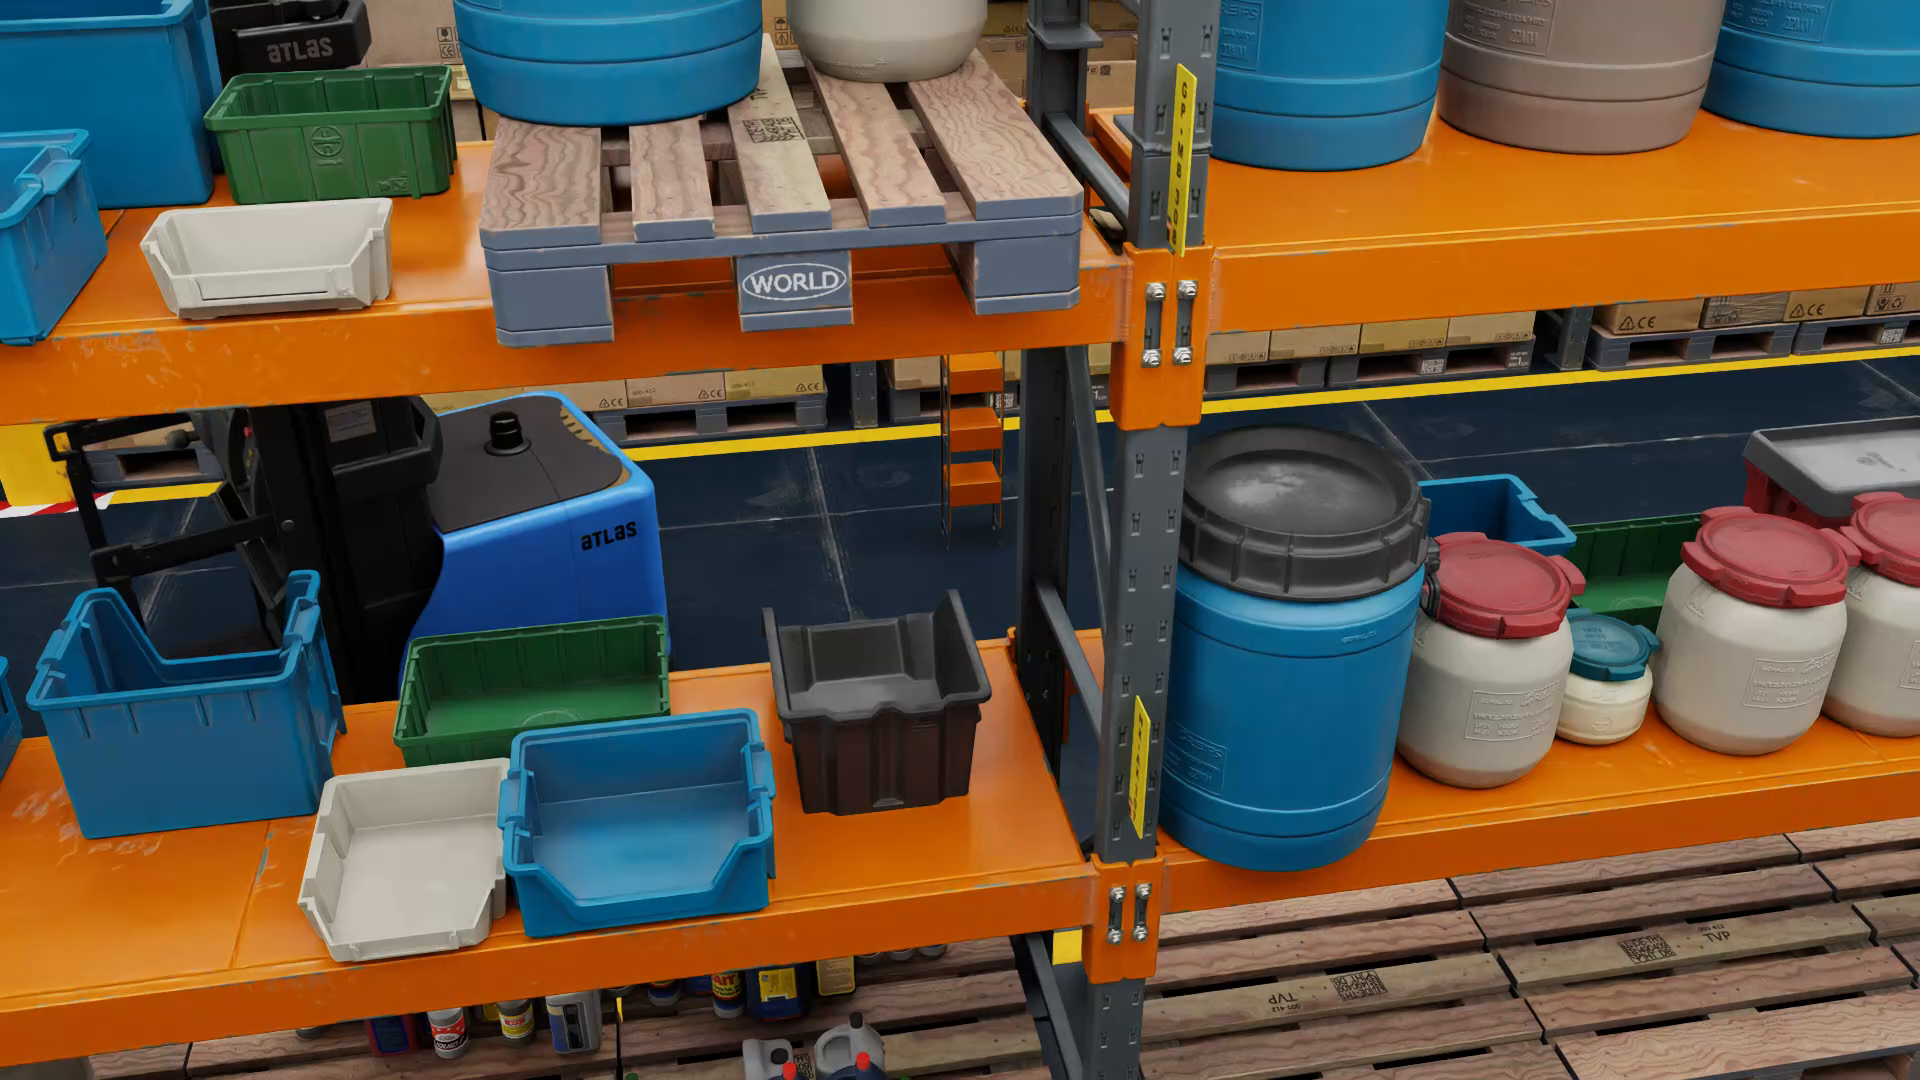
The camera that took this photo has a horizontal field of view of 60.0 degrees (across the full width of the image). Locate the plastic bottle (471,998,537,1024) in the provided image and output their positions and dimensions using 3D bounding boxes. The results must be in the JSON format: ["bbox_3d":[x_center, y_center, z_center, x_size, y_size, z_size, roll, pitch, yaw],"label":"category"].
[{"bbox_3d":[-1.349,1.238,4.864,0.185,0.351,0.144,-4,31,-7],"label":"plastic bottle"}]

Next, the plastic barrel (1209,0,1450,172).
[{"bbox_3d":[0.767,-1.317,3.577,0.708,0.901,0.600,-5,31,-9],"label":"plastic barrel"}]

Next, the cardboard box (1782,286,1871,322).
[{"bbox_3d":[4.860,-1.594,9.534,0.500,0.500,0.500,-6,31,-10],"label":"cardboard box"}]

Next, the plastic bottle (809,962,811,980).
[{"bbox_3d":[-0.399,1.184,5.029,0.135,0.276,0.152,-4,31,-7],"label":"plastic bottle"}]

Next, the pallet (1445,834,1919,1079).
[{"bbox_3d":[2.274,1.344,5.256,1.213,0.211,1.003,-5,31,-9],"label":"pallet"}]

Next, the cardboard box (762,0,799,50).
[{"bbox_3d":[-1.018,-2.682,7.974,0.500,0.500,0.700,-5,31,-9],"label":"cardboard box"}]

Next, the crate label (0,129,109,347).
[{"bbox_3d":[-1.728,-0.524,2.869,0.408,0.251,0.502,-5,31,-9],"label":"crate label"}]

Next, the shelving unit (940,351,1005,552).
[{"bbox_3d":[0.053,-0.457,7.492,0.252,1.050,0.215,-5,31,-9],"label":"shelving unit"}]

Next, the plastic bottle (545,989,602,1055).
[{"bbox_3d":[-1.115,1.325,4.790,0.135,0.276,0.152,-5,31,-9],"label":"plastic bottle"}]

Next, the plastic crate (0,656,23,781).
[{"bbox_3d":[-2.550,0.524,4.046,0.408,0.251,0.499,-5,31,-9],"label":"plastic crate"}]

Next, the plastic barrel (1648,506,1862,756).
[{"bbox_3d":[2.008,0.243,4.244,0.433,0.535,0.433,0,30,0],"label":"plastic barrel"}]

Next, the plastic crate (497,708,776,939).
[{"bbox_3d":[-0.734,0.647,3.837,0.616,0.251,0.499,-5,31,-9],"label":"plastic crate"}]

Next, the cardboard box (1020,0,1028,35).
[{"bbox_3d":[0.680,-4.232,13.280,0.500,0.250,0.500,-5,31,-9],"label":"cardboard box"}]

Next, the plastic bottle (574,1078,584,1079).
[{"bbox_3d":[-0.962,1.537,4.423,0.133,0.283,0.061,-5,31,-9],"label":"plastic bottle"}]

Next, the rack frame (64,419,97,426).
[{"bbox_3d":[-4.517,-1.759,7.781,0.127,3.000,1.000,-5,31,-9],"label":"rack frame"}]

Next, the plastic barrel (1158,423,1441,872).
[{"bbox_3d":[0.741,0.246,3.878,0.708,0.901,0.600,-5,31,-9],"label":"plastic barrel"}]

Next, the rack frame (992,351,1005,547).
[{"bbox_3d":[0.173,-0.469,7.511,0.008,1.050,0.200,-5,31,-9],"label":"rack frame"}]

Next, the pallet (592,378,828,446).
[{"bbox_3d":[-1.372,-0.870,9.021,1.213,0.211,1.003,-5,31,-9],"label":"pallet"}]

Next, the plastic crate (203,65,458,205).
[{"bbox_3d":[-1.295,-0.847,3.481,0.450,0.188,0.336,-5,31,-9],"label":"plastic crate"}]

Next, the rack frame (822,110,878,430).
[{"bbox_3d":[-0.582,-2.124,8.402,0.127,3.000,1.000,-5,31,-9],"label":"rack frame"}]

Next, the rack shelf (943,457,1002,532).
[{"bbox_3d":[0.053,-0.209,7.638,0.240,0.259,0.215,-5,31,-9],"label":"rack shelf"}]

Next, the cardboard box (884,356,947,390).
[{"bbox_3d":[-0.141,-1.033,8.845,0.500,0.250,0.500,-6,31,-10],"label":"cardboard box"}]

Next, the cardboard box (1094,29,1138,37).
[{"bbox_3d":[1.230,-3.990,13.608,0.500,0.500,0.700,-5,31,-9],"label":"cardboard box"}]

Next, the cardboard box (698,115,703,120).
[{"bbox_3d":[-1.535,-2.072,8.215,0.500,0.500,0.700,-6,31,-9],"label":"cardboard box"}]

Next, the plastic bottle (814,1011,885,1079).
[{"bbox_3d":[-0.301,1.429,4.540,0.185,0.351,0.144,-5,31,-9],"label":"plastic bottle"}]

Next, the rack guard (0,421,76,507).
[{"bbox_3d":[-4.541,-0.679,8.411,0.348,0.500,1.175,-5,31,-9],"label":"rack guard"}]

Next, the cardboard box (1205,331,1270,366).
[{"bbox_3d":[1.371,-1.173,9.085,0.500,0.250,0.500,-5,31,-8],"label":"cardboard box"}]

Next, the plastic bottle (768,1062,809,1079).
[{"bbox_3d":[-0.464,1.519,4.388,0.185,0.351,0.144,-7,31,-11],"label":"plastic bottle"}]

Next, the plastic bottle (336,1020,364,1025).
[{"bbox_3d":[-1.789,1.287,4.848,0.133,0.283,0.061,-5,31,-8],"label":"plastic bottle"}]

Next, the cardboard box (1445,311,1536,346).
[{"bbox_3d":[2.879,-1.315,9.325,0.500,0.250,0.500,-5,31,-8],"label":"cardboard box"}]

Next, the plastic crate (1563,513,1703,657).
[{"bbox_3d":[1.968,0.138,4.765,0.662,0.188,0.450,-5,31,-9],"label":"plastic crate"}]

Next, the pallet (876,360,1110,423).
[{"bbox_3d":[0.135,-1.008,9.257,1.213,0.211,1.003,-5,31,-9],"label":"pallet"}]

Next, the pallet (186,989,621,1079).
[{"bbox_3d":[-1.565,1.702,4.647,1.213,0.211,1.003,-5,31,-9],"label":"pallet"}]

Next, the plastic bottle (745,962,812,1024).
[{"bbox_3d":[-0.537,1.237,4.866,0.185,0.351,0.144,-5,31,-9],"label":"plastic bottle"}]

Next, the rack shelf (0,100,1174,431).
[{"bbox_3d":[-1.661,-0.454,3.313,4.000,0.370,1.077,-5,31,-9],"label":"rack shelf"}]

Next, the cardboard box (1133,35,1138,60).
[{"bbox_3d":[1.187,-2.323,8.642,0.500,0.500,0.500,-5,31,-9],"label":"cardboard box"}]

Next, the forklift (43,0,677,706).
[{"bbox_3d":[-2.613,-0.352,5.457,3.031,2.935,1.130,-18,35,-28],"label":"forklift"}]

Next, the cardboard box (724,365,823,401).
[{"bbox_3d":[-0.999,-0.968,8.736,0.500,0.250,0.500,-5,31,-9],"label":"cardboard box"}]

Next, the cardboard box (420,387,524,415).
[{"bbox_3d":[-2.474,-0.828,8.498,0.500,0.250,0.500,-5,31,-9],"label":"cardboard box"}]

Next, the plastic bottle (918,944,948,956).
[{"bbox_3d":[-0.086,1.143,5.104,0.097,0.271,0.097,0,30,0],"label":"plastic bottle"}]

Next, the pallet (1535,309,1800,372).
[{"bbox_3d":[4.093,-1.336,9.814,1.213,0.211,1.003,-5,31,-9],"label":"pallet"}]
